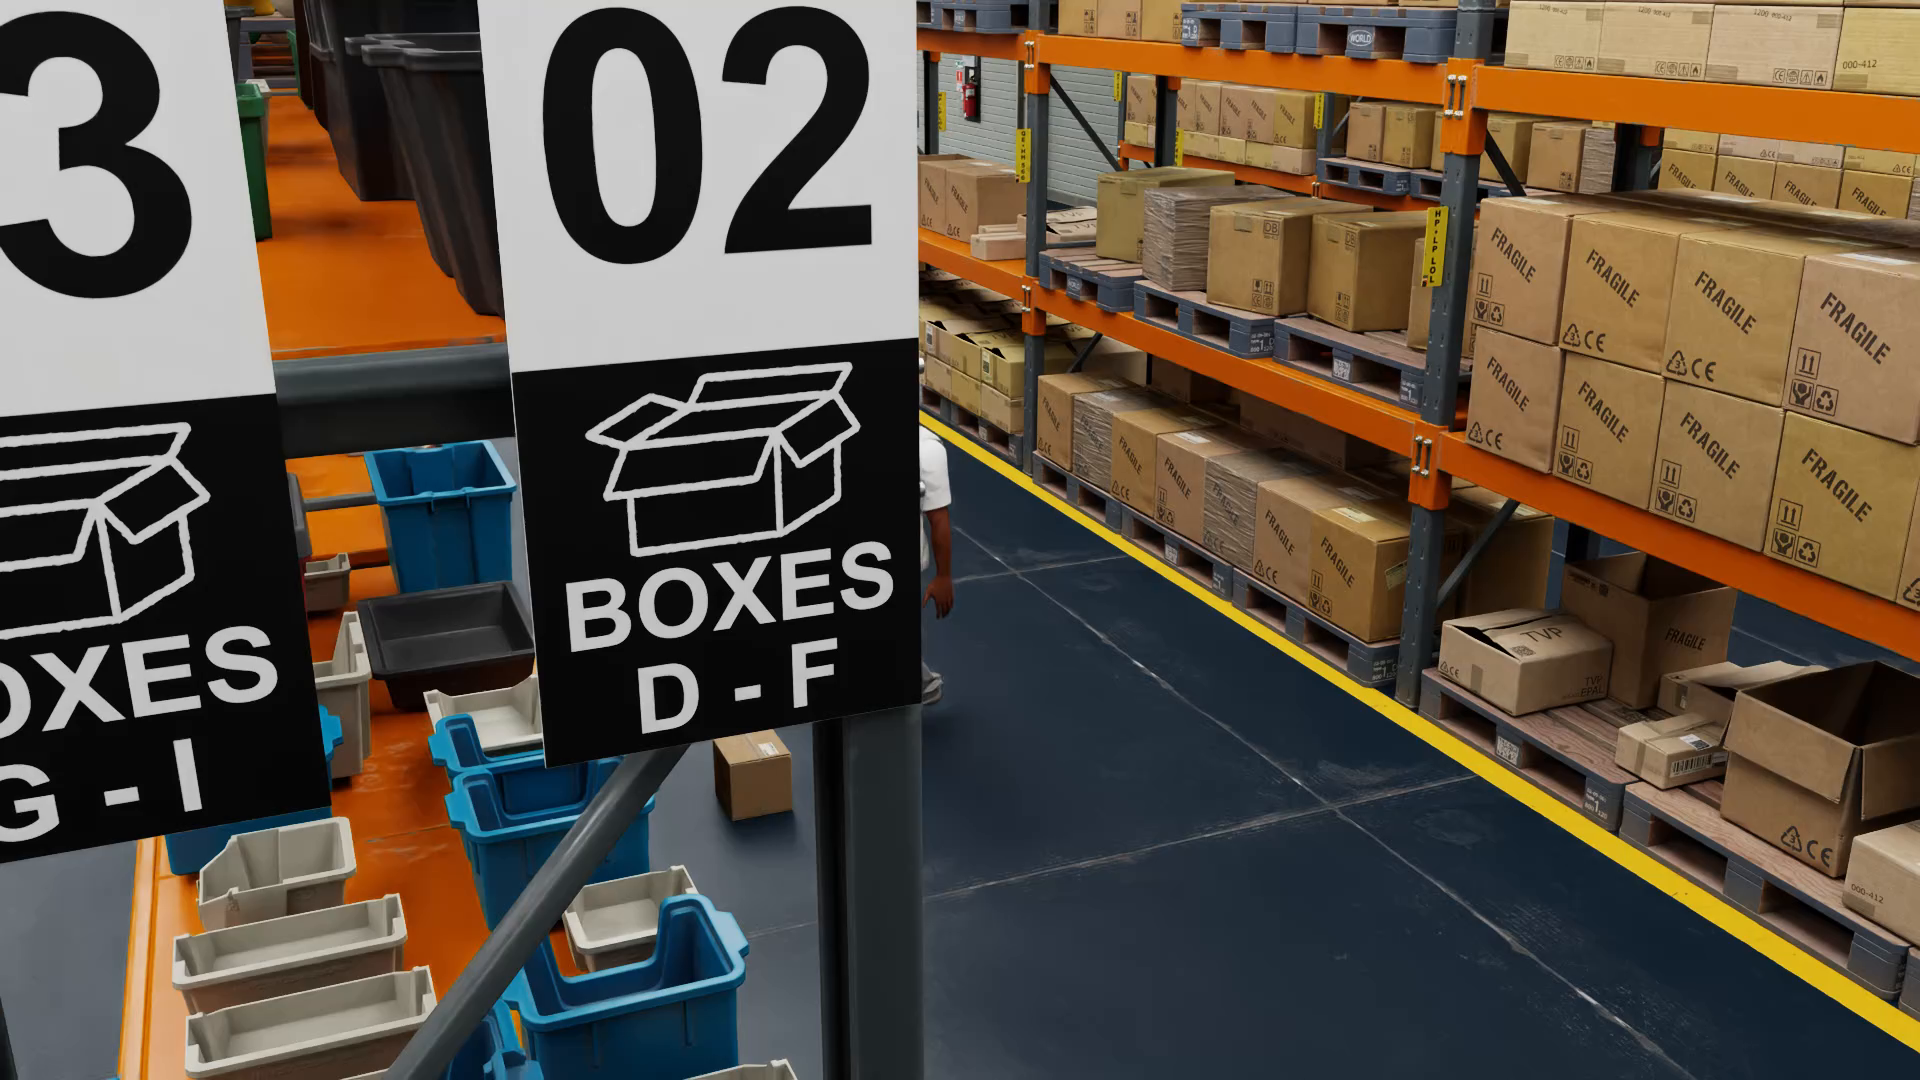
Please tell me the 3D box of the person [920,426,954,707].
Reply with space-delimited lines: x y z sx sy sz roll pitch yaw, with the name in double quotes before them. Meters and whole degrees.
"person" -0.355 0.099 6.747 0.598 1.734 0.943 16 25 40
